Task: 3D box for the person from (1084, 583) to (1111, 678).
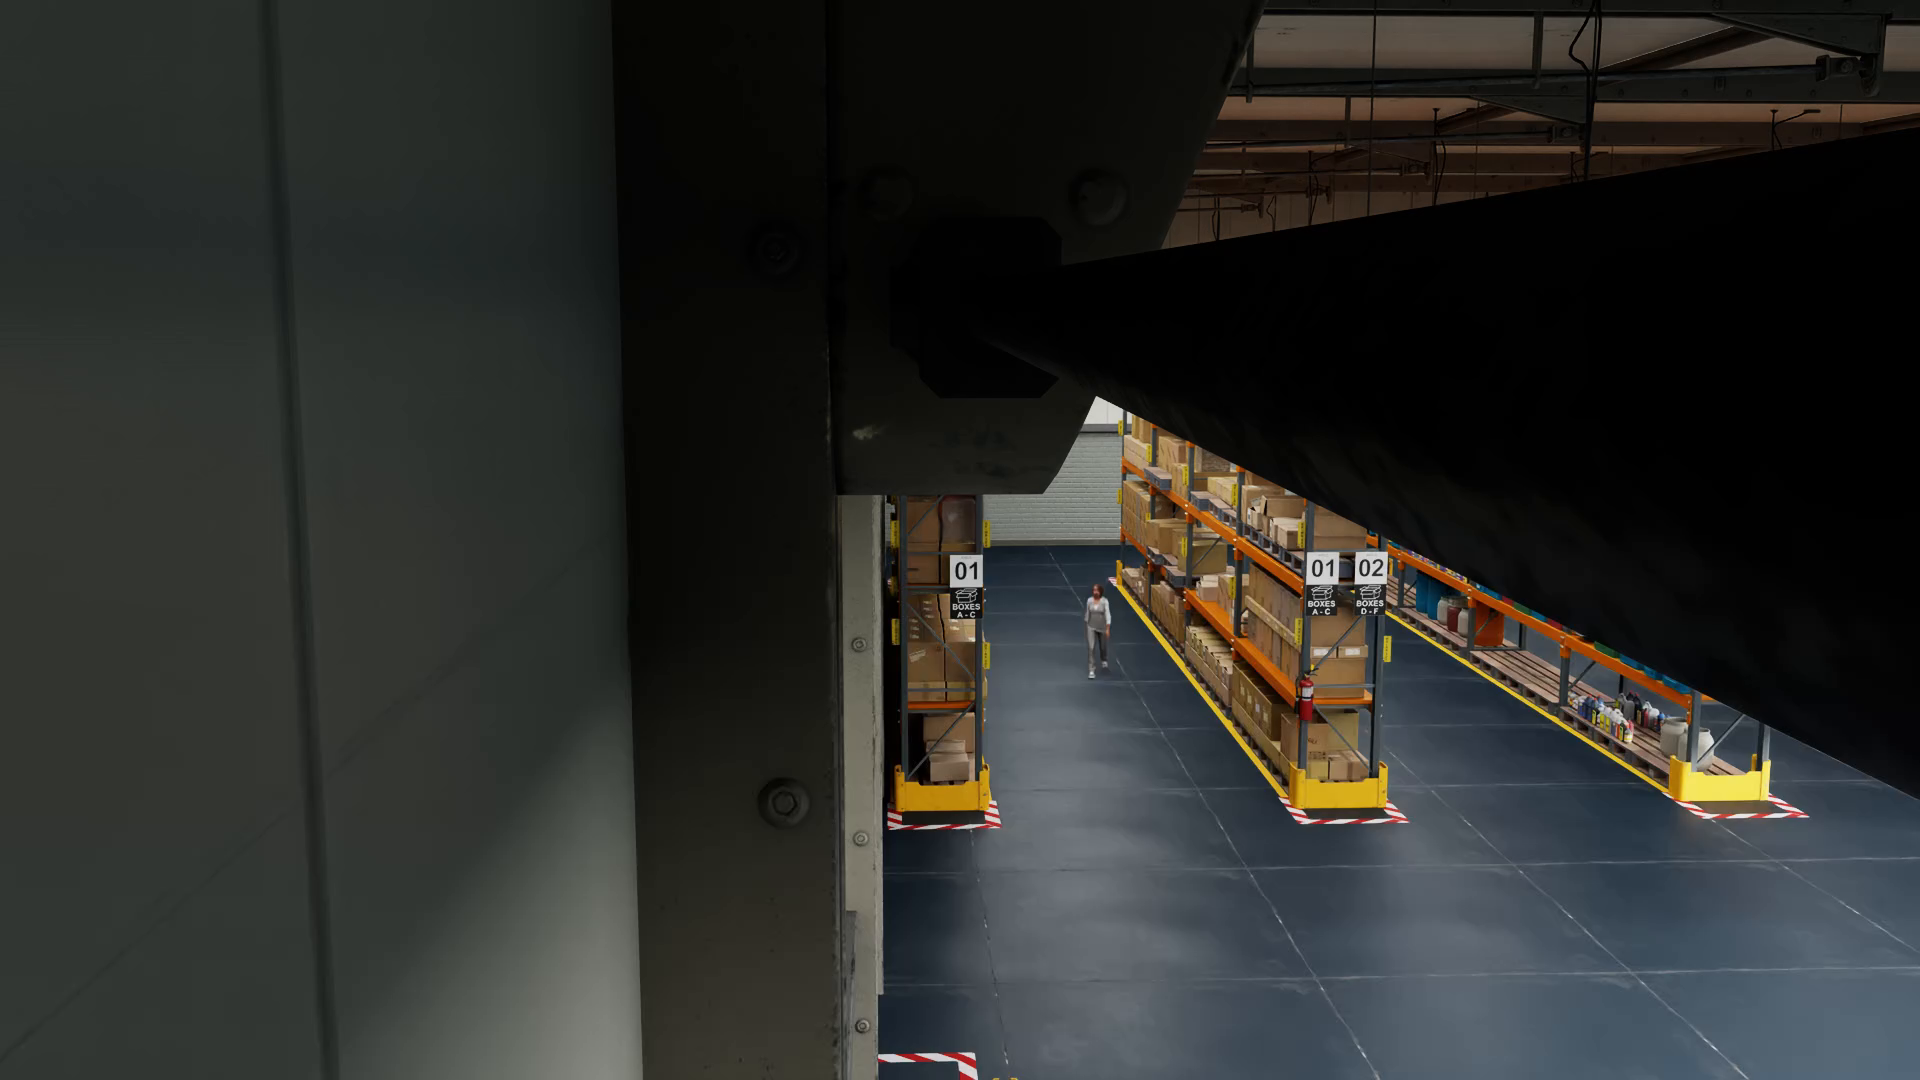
[{"bbox_3d":[2.295,1.489,27.753,0.453,1.519,0.864,1,8,5],"label":"person"}]
